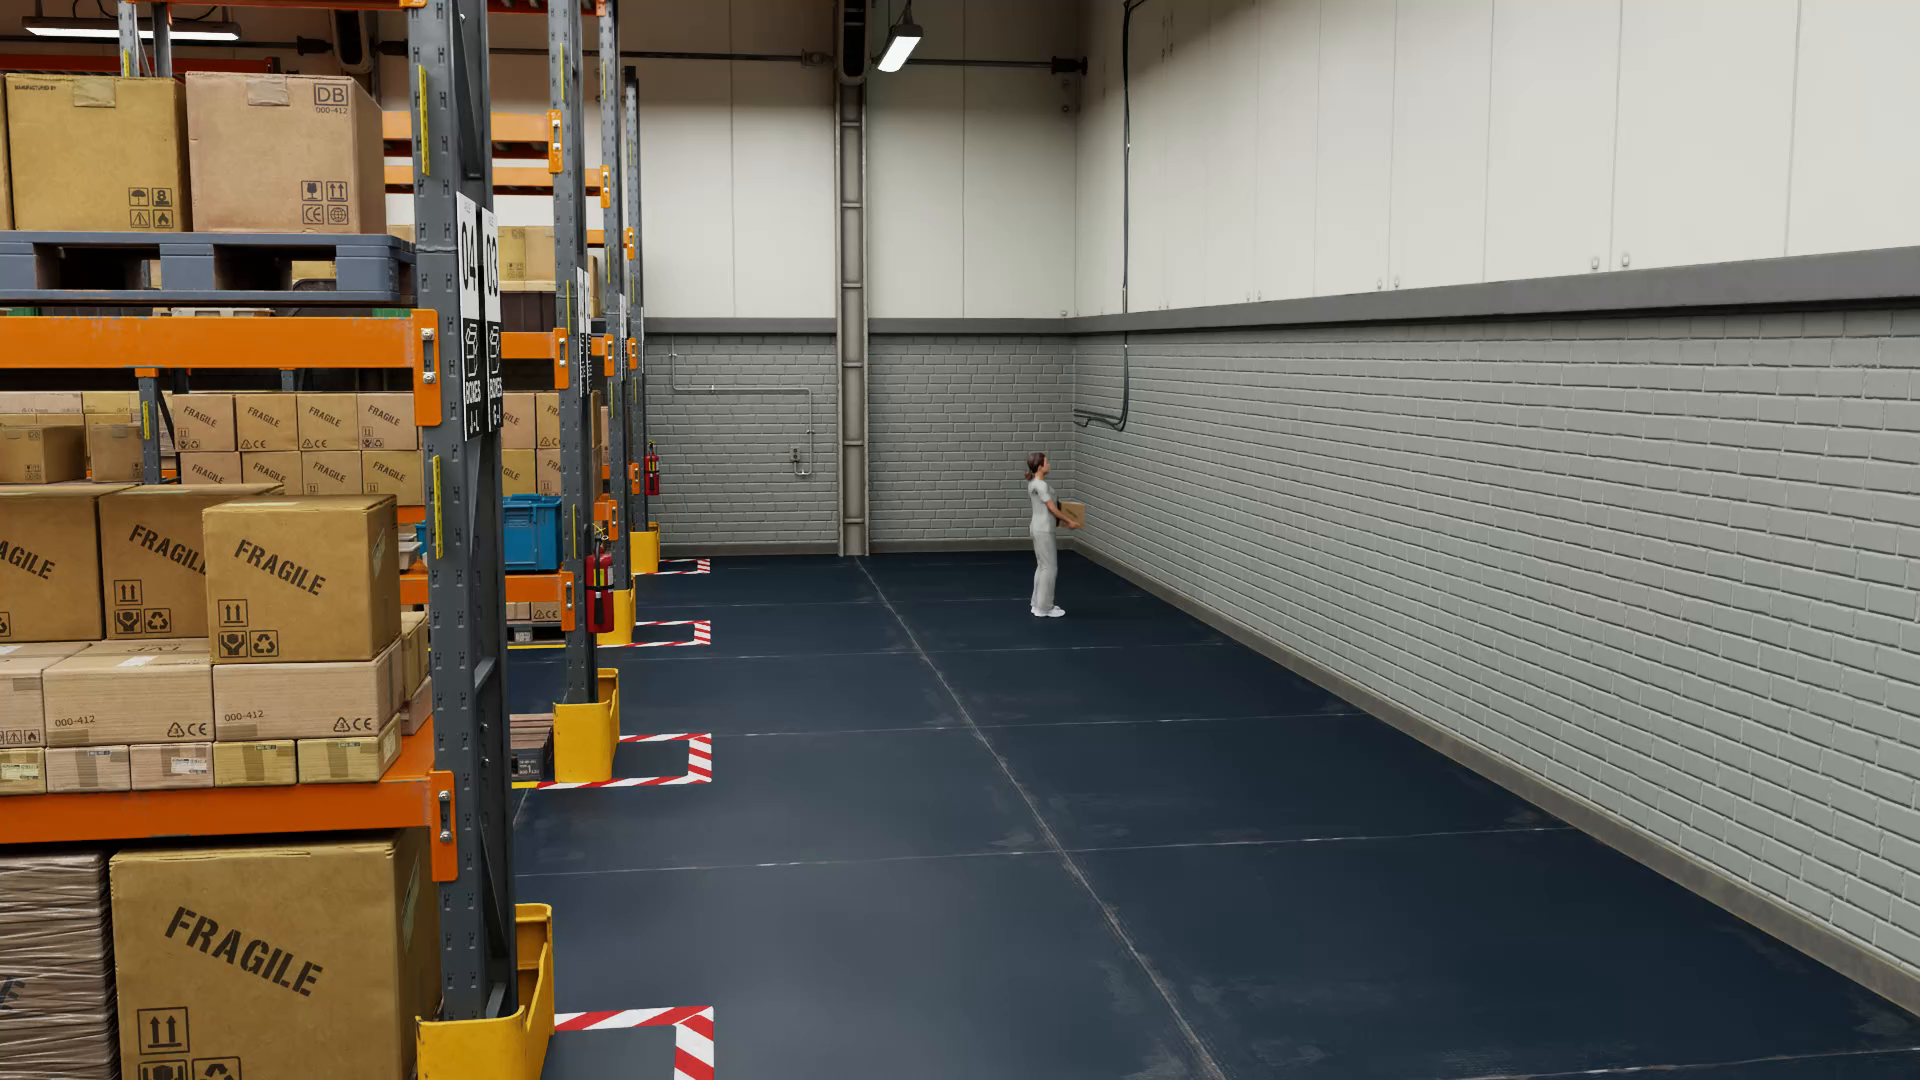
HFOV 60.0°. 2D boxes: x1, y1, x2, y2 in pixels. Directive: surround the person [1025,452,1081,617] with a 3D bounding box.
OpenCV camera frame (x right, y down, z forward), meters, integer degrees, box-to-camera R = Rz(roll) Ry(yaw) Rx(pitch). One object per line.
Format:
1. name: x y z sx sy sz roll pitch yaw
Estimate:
1. person: 0.921 -0.065 16.917 0.559 1.662 0.438 -1 7 -9
